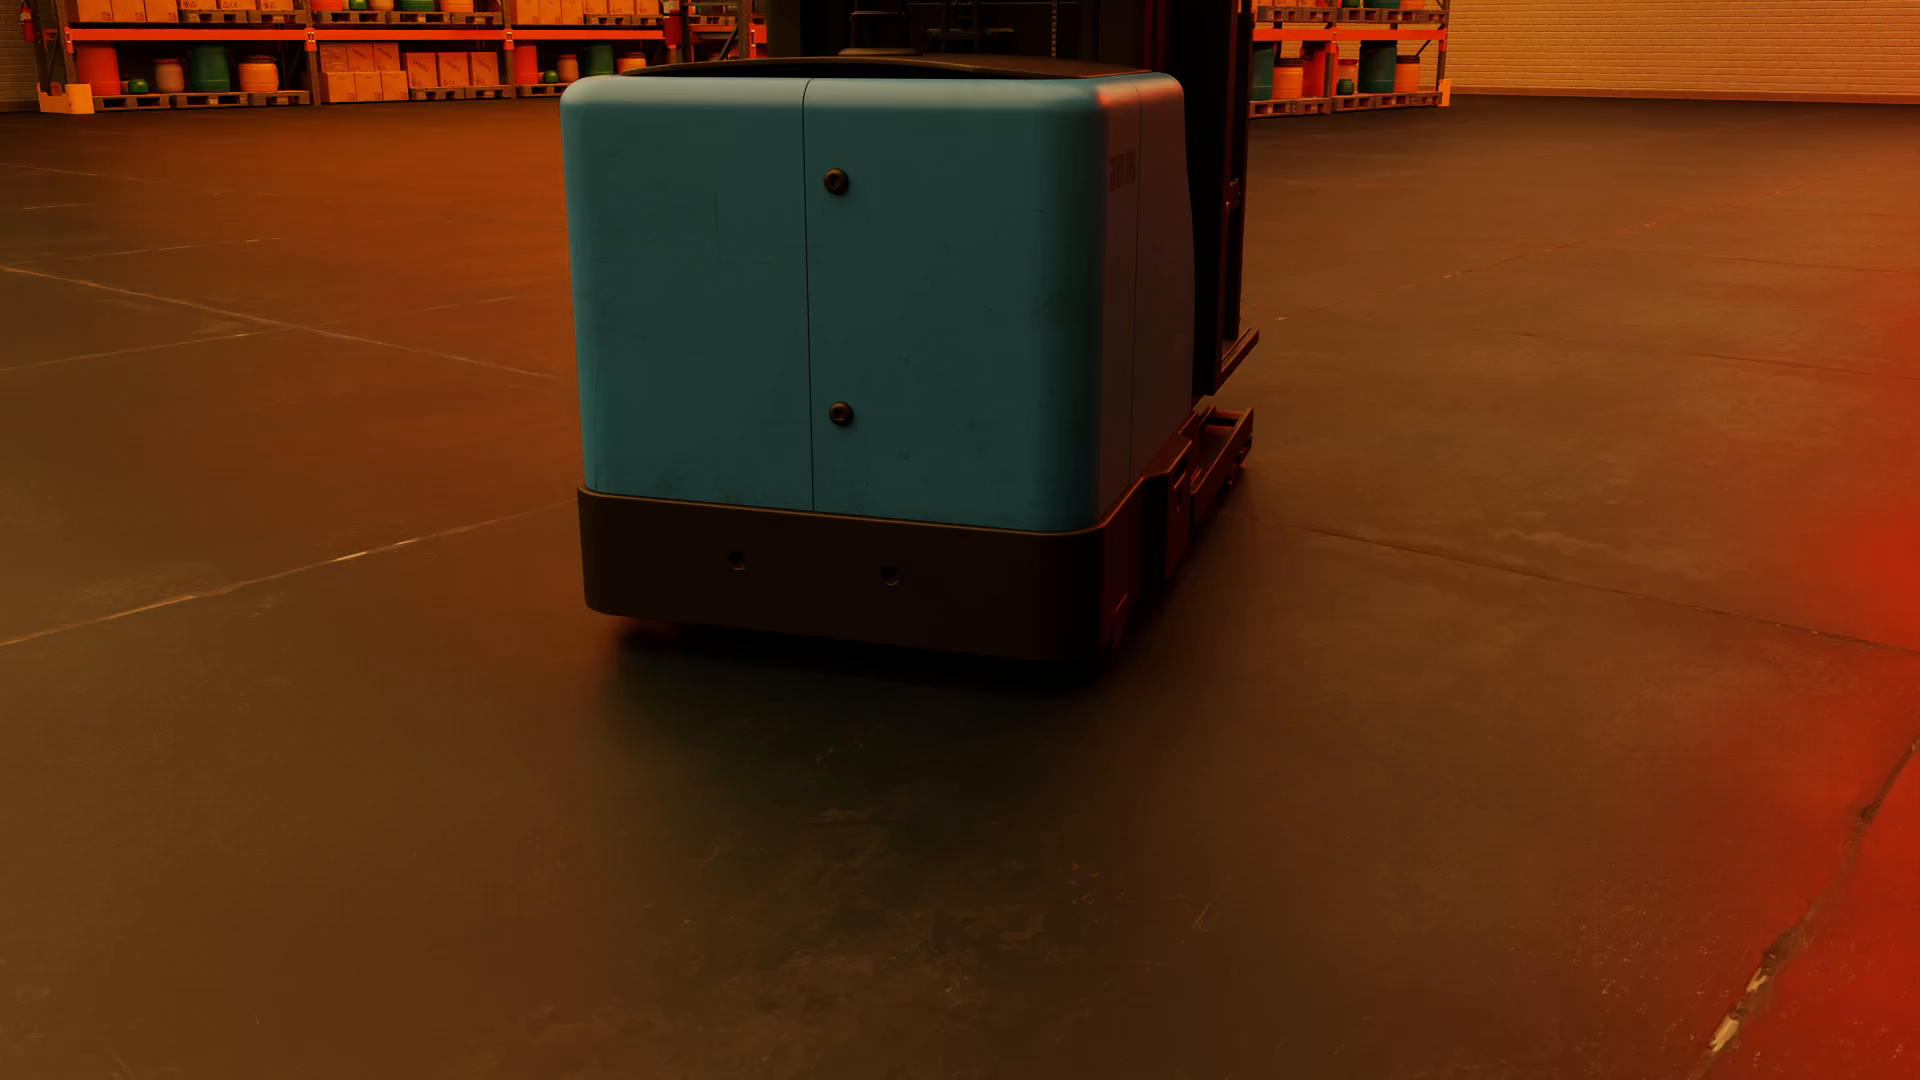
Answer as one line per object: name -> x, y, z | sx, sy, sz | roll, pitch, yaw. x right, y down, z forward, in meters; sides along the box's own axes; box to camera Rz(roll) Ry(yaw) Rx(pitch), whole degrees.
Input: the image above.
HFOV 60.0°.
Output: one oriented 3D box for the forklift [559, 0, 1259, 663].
forklift -> 0.182, -1.571, 4.072 | 1.130, 2.935, 3.031 | 5, 18, 17
